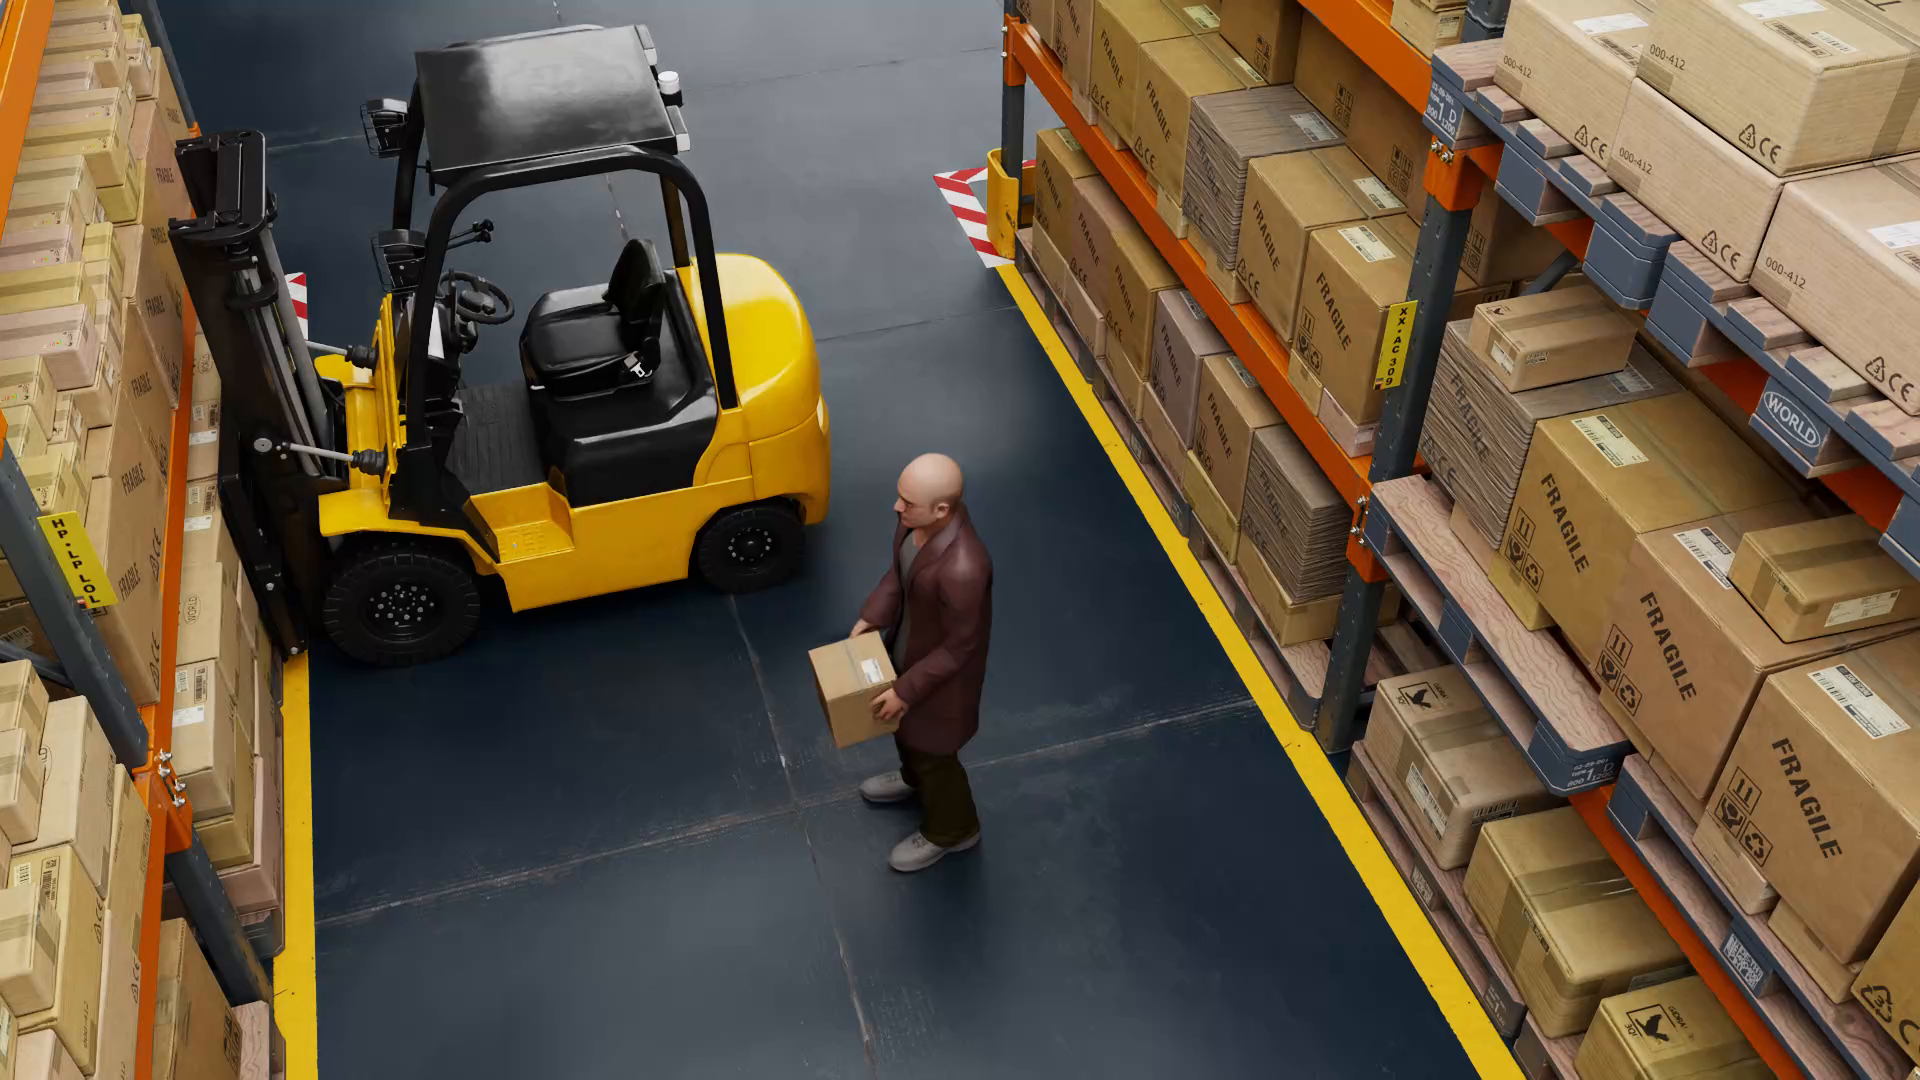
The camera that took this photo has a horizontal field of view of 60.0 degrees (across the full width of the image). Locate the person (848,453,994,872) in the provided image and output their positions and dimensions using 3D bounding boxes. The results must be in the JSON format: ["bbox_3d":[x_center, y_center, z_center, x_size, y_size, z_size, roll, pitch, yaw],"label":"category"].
[{"bbox_3d":[-0.134,0.418,5.696,0.455,1.782,0.577,-12,43,-14],"label":"person"}]
